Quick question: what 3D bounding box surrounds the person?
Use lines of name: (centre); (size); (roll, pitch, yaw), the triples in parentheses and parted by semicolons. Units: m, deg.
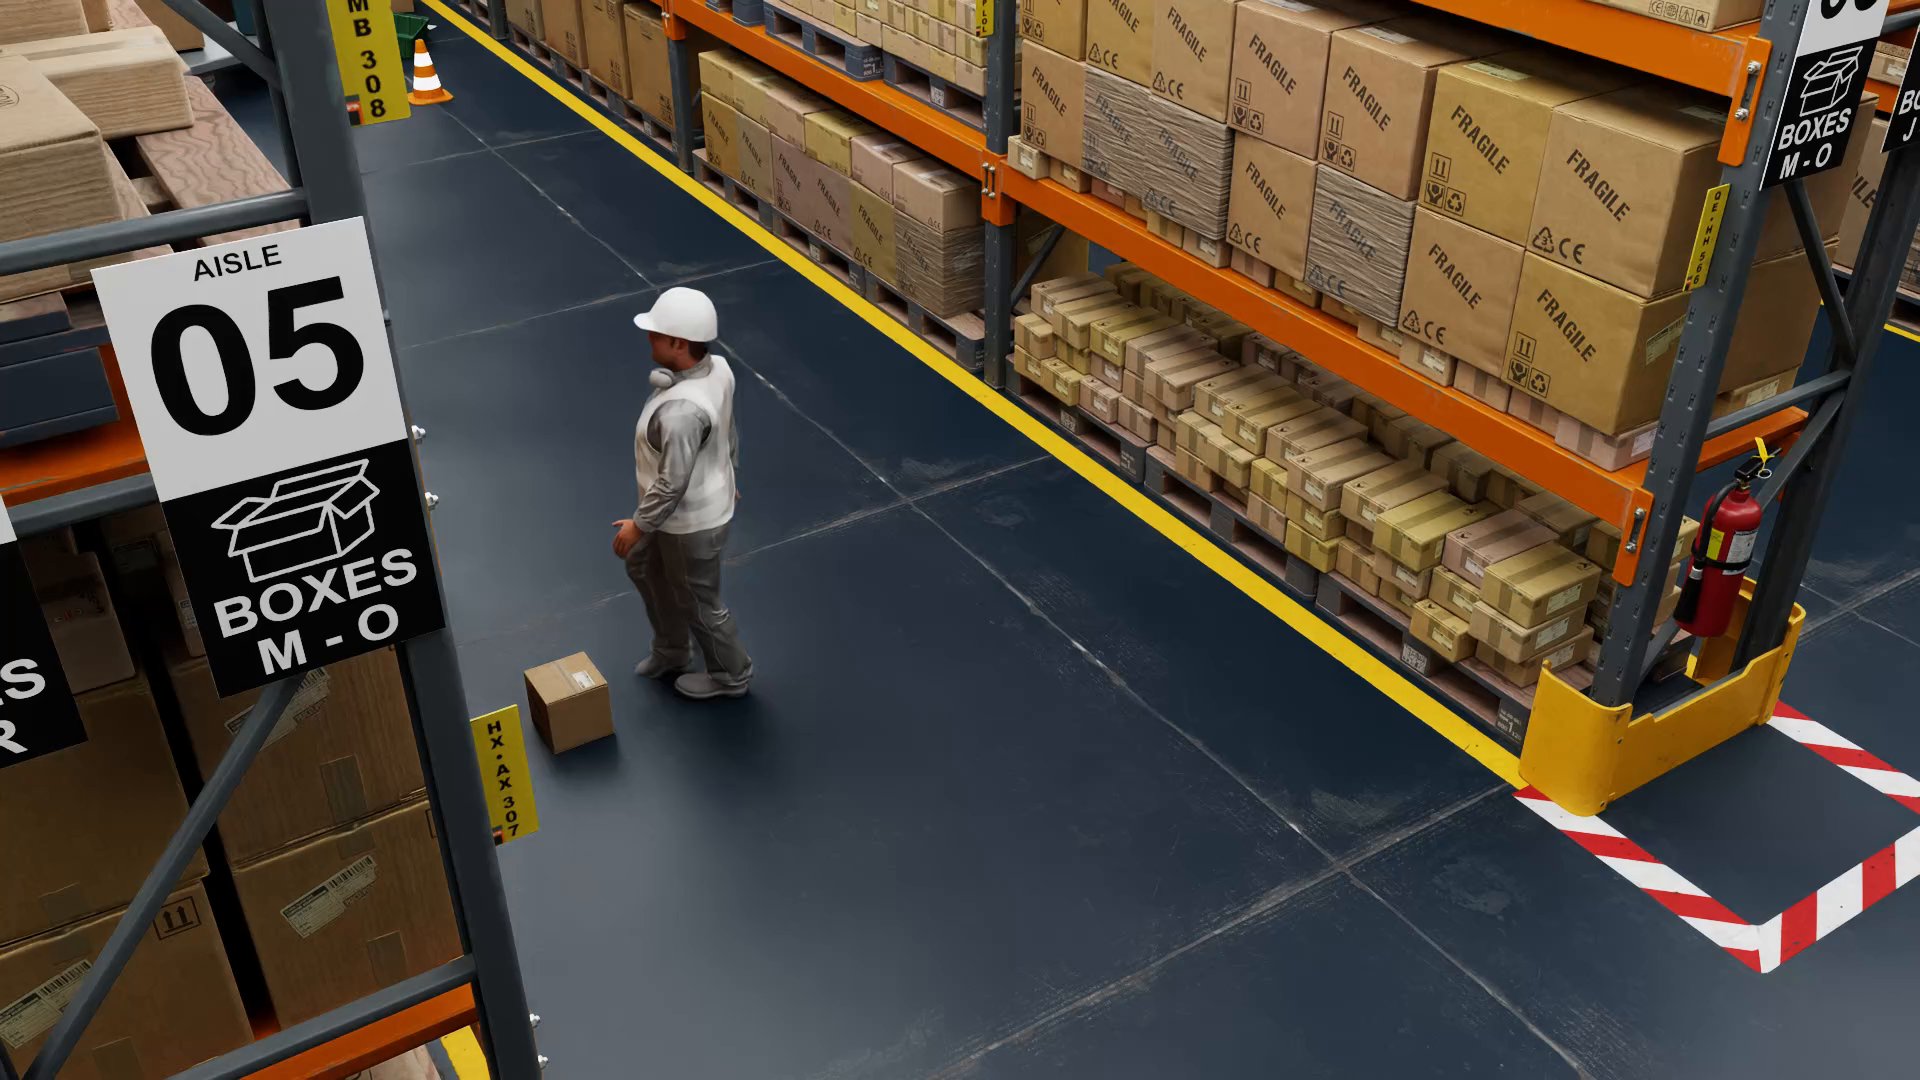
person: (-1.092, -0.105, 6.311); (0.524, 1.817, 0.631); (-1, 32, -1)
